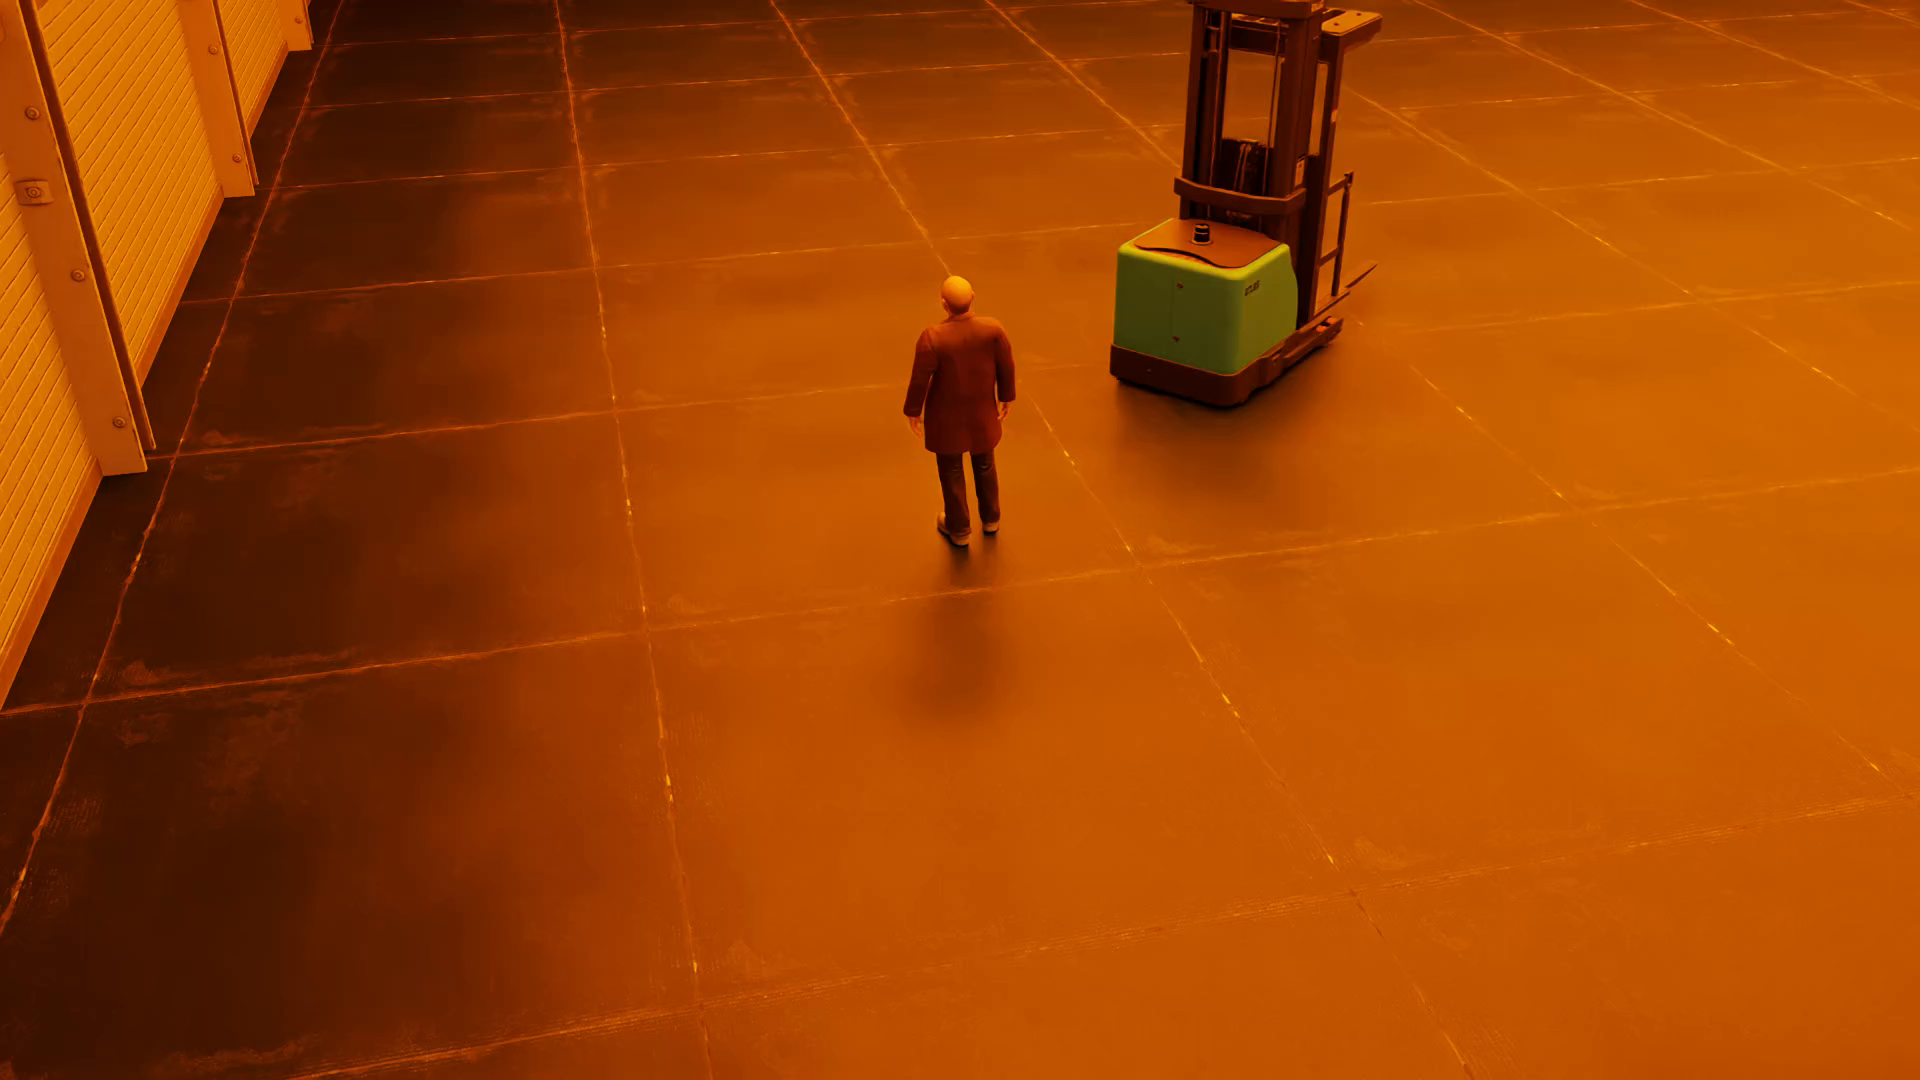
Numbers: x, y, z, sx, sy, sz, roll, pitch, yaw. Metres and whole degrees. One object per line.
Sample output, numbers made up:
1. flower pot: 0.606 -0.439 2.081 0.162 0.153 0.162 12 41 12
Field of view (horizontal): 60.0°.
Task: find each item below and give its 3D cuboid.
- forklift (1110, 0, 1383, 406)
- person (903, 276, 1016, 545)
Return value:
1. forklift: 2.397 -2.922 12.623 1.130 2.935 3.031 20 35 30
2. person: -0.018 -0.821 10.129 0.696 1.778 0.579 -7 31 -12
